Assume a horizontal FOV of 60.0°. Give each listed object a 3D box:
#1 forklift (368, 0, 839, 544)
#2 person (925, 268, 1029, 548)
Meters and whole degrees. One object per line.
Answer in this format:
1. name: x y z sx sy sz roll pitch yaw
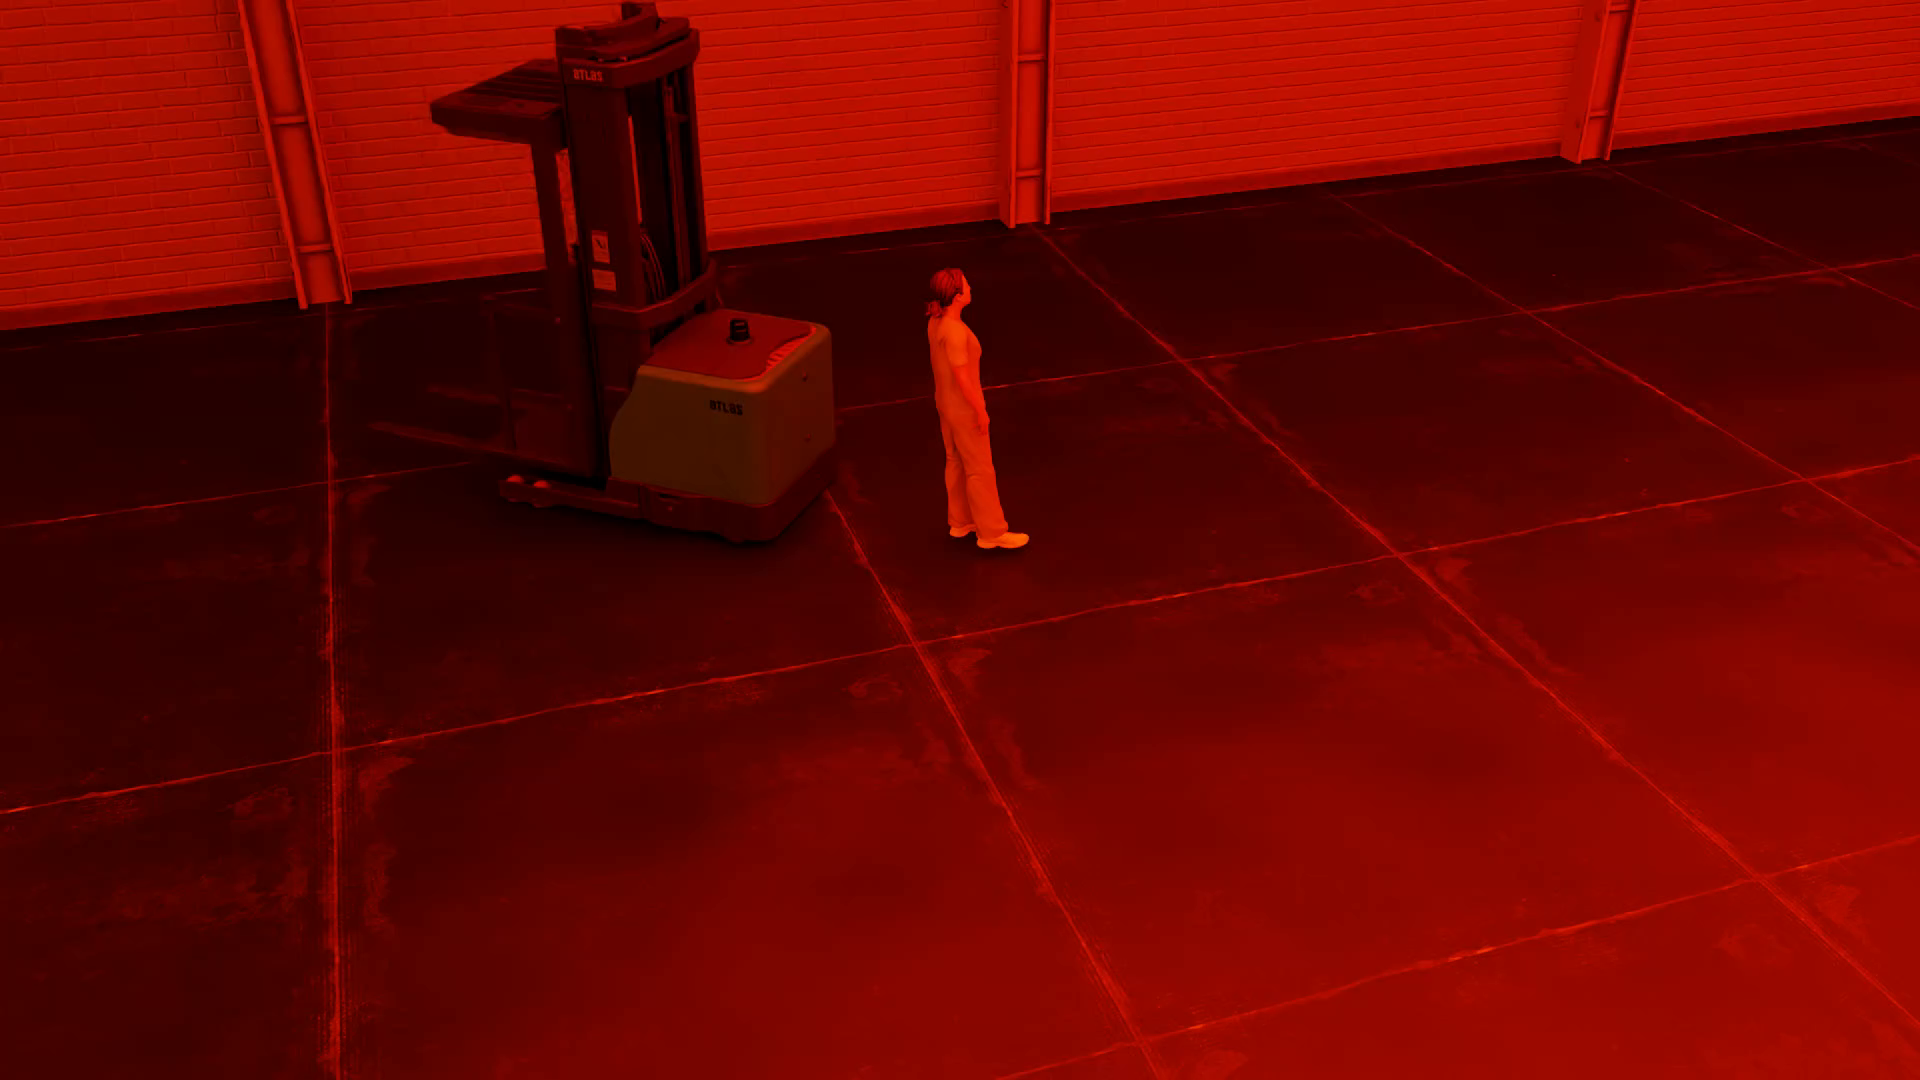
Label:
1. forklift: -2.345 -1.703 10.046 3.031 2.935 1.130 11 32 18
2. person: 0.073 -0.773 9.594 0.549 1.676 0.549 -10 31 -16
